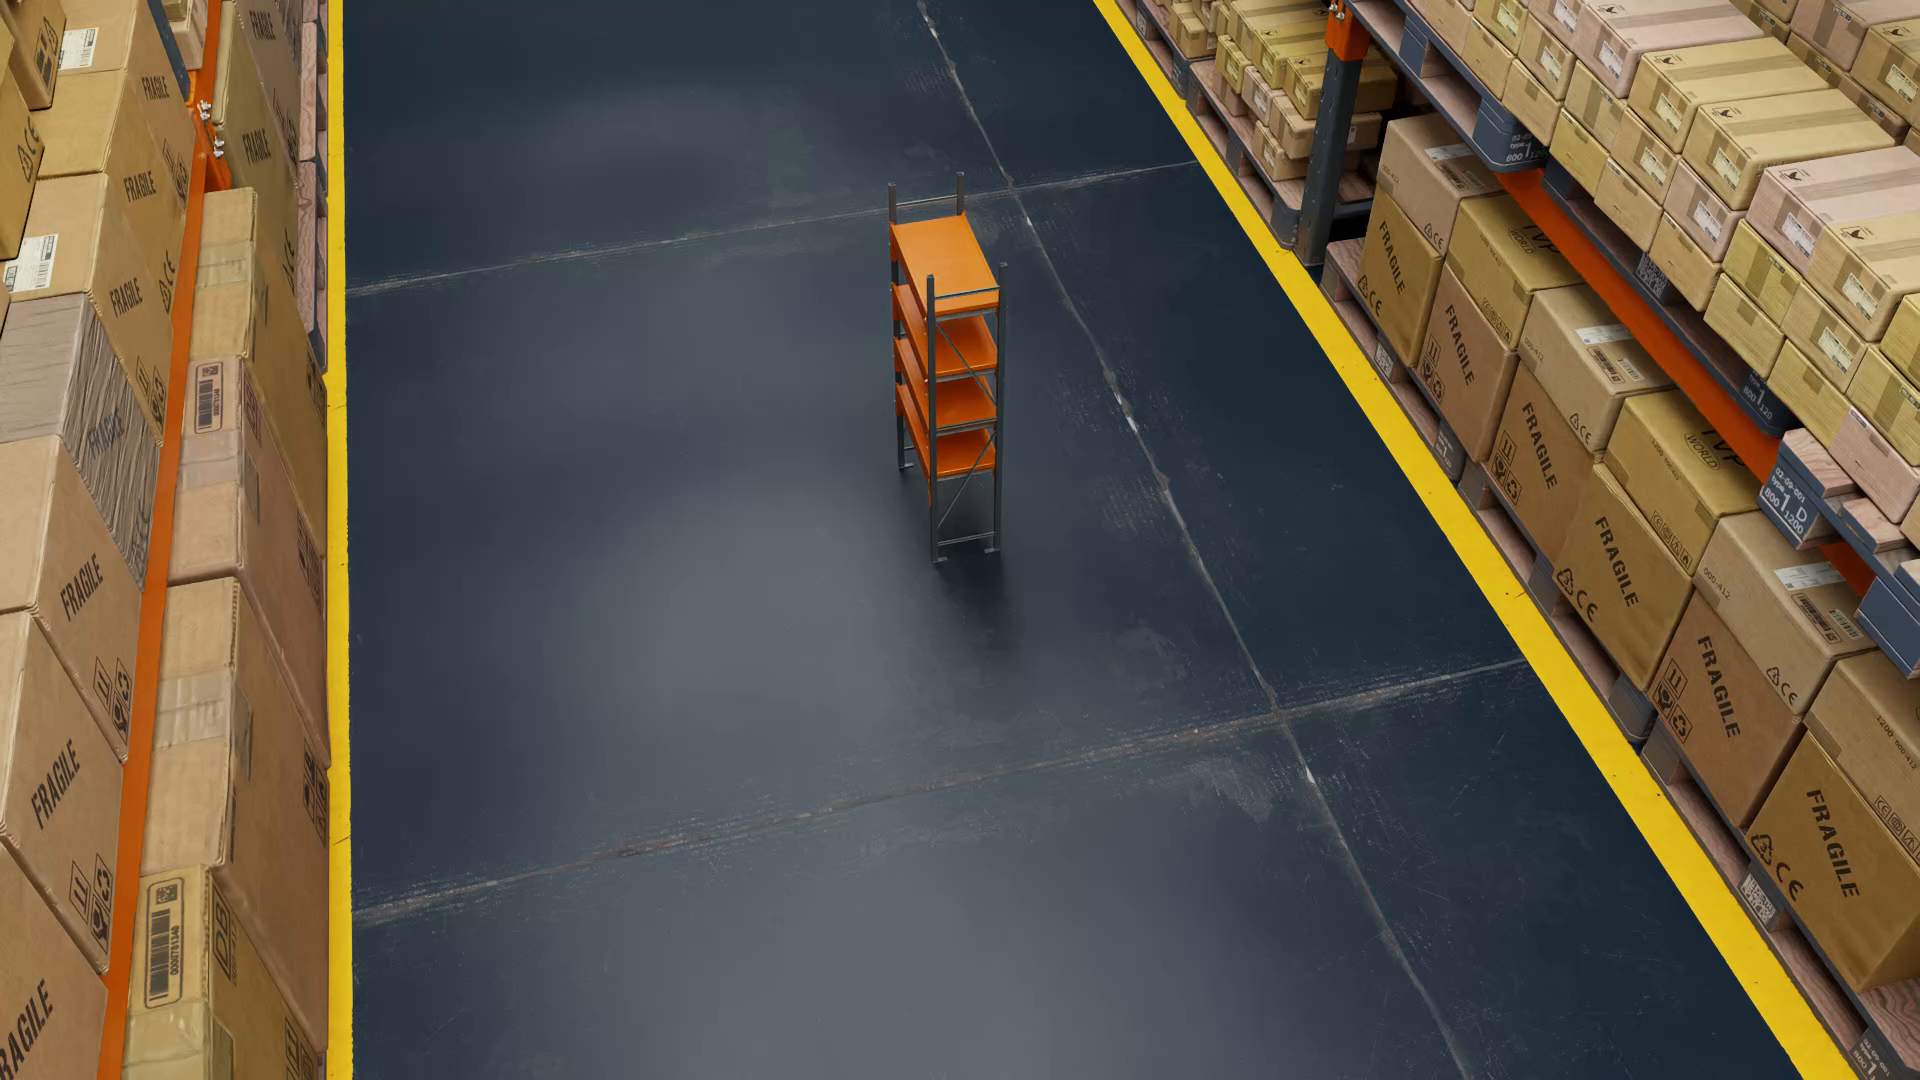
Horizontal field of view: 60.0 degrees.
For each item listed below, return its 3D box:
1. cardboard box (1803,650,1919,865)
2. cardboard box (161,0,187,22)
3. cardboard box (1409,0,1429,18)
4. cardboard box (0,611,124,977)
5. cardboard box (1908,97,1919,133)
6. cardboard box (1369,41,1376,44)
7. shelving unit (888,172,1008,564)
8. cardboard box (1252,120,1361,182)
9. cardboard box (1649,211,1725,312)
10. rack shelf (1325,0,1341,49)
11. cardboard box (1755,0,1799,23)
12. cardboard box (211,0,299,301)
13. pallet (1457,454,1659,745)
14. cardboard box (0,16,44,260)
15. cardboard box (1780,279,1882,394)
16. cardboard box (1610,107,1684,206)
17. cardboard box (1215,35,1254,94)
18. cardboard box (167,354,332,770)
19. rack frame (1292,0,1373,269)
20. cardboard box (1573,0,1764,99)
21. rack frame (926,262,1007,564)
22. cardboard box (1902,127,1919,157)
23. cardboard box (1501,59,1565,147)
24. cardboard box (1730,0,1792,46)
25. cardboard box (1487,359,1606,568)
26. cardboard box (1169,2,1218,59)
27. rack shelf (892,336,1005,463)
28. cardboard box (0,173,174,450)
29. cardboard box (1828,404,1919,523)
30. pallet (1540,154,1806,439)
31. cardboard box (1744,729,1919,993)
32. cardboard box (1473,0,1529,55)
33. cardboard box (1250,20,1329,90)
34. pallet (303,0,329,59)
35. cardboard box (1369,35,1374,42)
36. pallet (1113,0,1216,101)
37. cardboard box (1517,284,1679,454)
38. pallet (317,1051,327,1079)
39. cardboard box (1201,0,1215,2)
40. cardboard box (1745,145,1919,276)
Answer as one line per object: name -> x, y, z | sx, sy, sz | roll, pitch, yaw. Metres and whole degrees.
cardboard box -> 2.480, 0.504, 4.087 | 0.500, 0.250, 0.500 | -12, 47, -11
cardboard box -> -2.803, -1.886, 5.395 | 0.500, 0.250, 0.500 | -11, 47, -11
cardboard box -> 1.617, -1.812, 5.307 | 0.380, 0.149, 0.250 | -10, 46, -10
cardboard box -> -1.908, 0.524, 3.066 | 0.500, 0.500, 0.500 | -12, 47, -11
cardboard box -> 2.639, -1.066, 4.160 | 0.380, 0.149, 0.250 | -9, 46, -9
cardboard box -> 1.852, -2.181, 7.281 | 0.380, 0.149, 0.250 | -11, 47, -11
shelving unit -> -0.042, -0.534, 5.433 | 0.258, 1.200, 0.503 | -11, 47, -10
cardboard box -> 1.455, -1.657, 6.975 | 0.380, 0.149, 0.250 | -10, 46, -10
cardboard box -> 2.015, -0.739, 4.256 | 0.380, 0.149, 0.250 | -9, 46, -9
rack shelf -> 1.372, -3.428, 7.513 | 1.077, 0.370, 4.000 | -11, 47, -10
cardboard box -> 2.437, -1.609, 4.692 | 0.380, 0.149, 0.250 | -12, 47, -12
cardboard box -> -3.028, -1.335, 6.152 | 0.875, 0.875, 0.875 | -11, 47, -10
pallet -> 2.401, 0.058, 5.545 | 1.003, 0.211, 1.213 | -11, 47, -10
cardboard box -> -2.600, -0.932, 3.791 | 0.797, 0.503, 0.637 | -10, 46, -10
cardboard box -> 2.138, -0.496, 3.810 | 0.380, 0.149, 0.250 | -11, 47, -10
cardboard box -> 1.943, -1.027, 4.329 | 0.380, 0.149, 0.250 | -12, 47, -11
cardboard box -> 1.330, -2.078, 7.180 | 0.380, 0.149, 0.250 | -12, 47, -12
cardboard box -> -2.523, 0.190, 4.657 | 1.225, 0.875, 0.875 | -12, 47, -12
rack frame -> 1.884, -2.299, 5.903 | 1.000, 3.000, 0.127 | -11, 47, -10
cardboard box -> 1.873, -1.318, 4.406 | 0.380, 0.149, 0.250 | -9, 46, -9
rack frame -> 0.020, -0.366, 5.268 | 0.240, 1.200, 0.015 | -11, 47, -10
cardboard box -> 2.648, -0.960, 4.264 | 0.380, 0.149, 0.250 | -11, 47, -11
cardboard box -> 1.806, -1.289, 4.795 | 0.380, 0.149, 0.250 | -13, 47, -12
cardboard box -> 2.446, -1.502, 4.795 | 0.380, 0.149, 0.250 | -13, 47, -12
cardboard box -> 2.101, -0.288, 5.388 | 0.500, 0.500, 0.500 | -10, 46, -10
cardboard box -> 1.190, -2.371, 7.676 | 0.380, 0.149, 0.250 | -11, 47, -10
rack shelf -> -0.042, -0.487, 5.482 | 0.258, 0.148, 0.480 | -11, 47, -10
cardboard box -> -2.292, -0.521, 4.091 | 0.500, 0.500, 0.500 | -11, 47, -11
cardboard box -> 2.210, -0.202, 3.730 | 0.380, 0.149, 0.250 | -10, 46, -10
pallet -> 2.362, -0.829, 4.597 | 1.003, 0.211, 1.213 | -11, 47, -10
cardboard box -> 2.487, 0.784, 4.338 | 0.500, 0.500, 0.500 | -11, 47, -11
cardboard box -> 1.743, -1.570, 4.862 | 0.380, 0.149, 0.250 | -13, 47, -12
cardboard box -> 1.438, -2.023, 6.918 | 0.380, 0.149, 0.250 | -10, 46, -10
pallet -> -3.680, -2.710, 8.258 | 1.003, 0.211, 1.213 | -11, 47, -10
cardboard box -> 1.871, -2.299, 7.188 | 0.380, 0.149, 0.250 | -11, 47, -11
pallet -> 1.362, -2.624, 8.174 | 1.003, 0.211, 1.213 | -11, 47, -10
cardboard box -> 2.083, -0.555, 5.125 | 0.500, 0.250, 0.500 | -9, 46, -9
pallet -> -2.041, 1.718, 3.919 | 1.003, 0.211, 1.213 | -11, 47, -10
cardboard box -> 1.218, -2.558, 7.442 | 0.380, 0.149, 0.250 | -13, 47, -12
cardboard box -> 2.083, -0.765, 3.865 | 0.380, 0.149, 0.250 | -11, 47, -10
